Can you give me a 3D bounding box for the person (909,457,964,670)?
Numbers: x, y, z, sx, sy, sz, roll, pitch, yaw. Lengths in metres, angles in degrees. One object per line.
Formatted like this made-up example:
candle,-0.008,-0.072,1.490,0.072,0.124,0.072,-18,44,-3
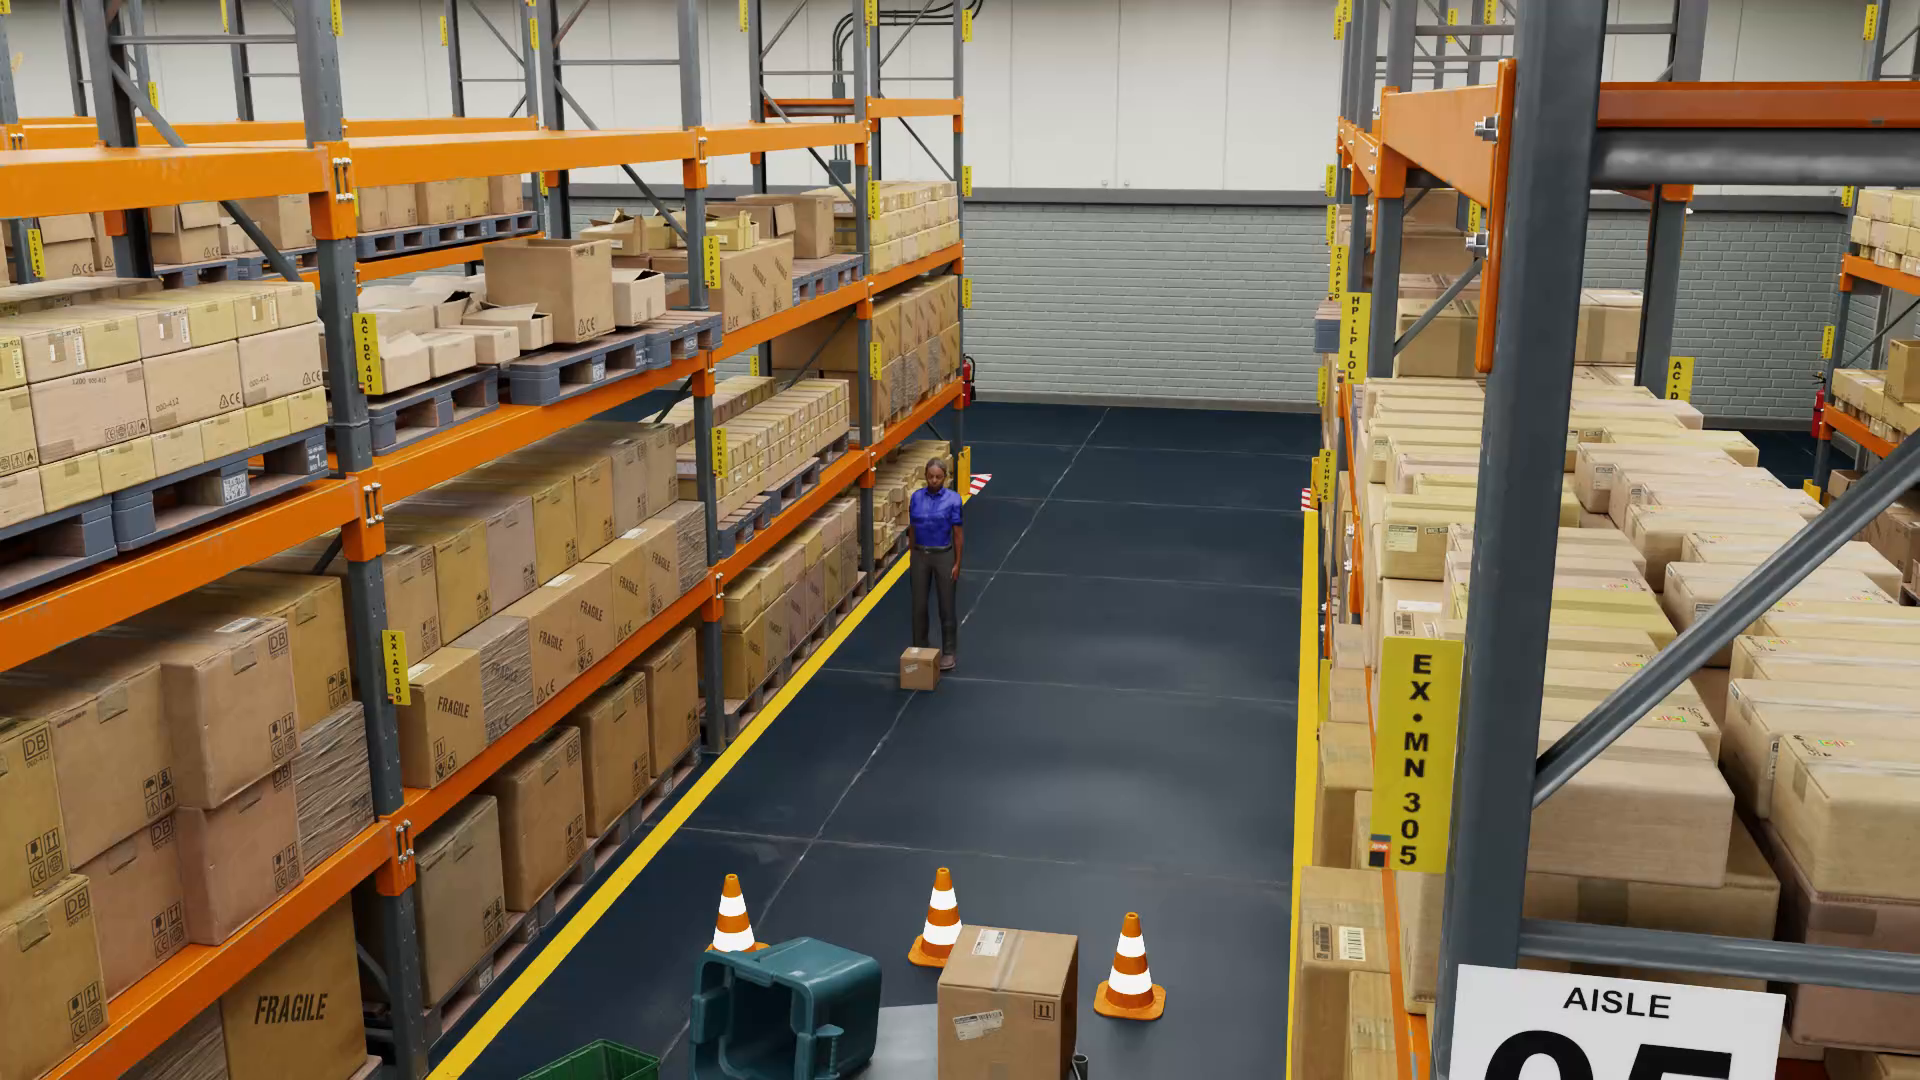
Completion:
person,-0.189,0.177,12.864,0.437,1.659,0.303,3,15,12
